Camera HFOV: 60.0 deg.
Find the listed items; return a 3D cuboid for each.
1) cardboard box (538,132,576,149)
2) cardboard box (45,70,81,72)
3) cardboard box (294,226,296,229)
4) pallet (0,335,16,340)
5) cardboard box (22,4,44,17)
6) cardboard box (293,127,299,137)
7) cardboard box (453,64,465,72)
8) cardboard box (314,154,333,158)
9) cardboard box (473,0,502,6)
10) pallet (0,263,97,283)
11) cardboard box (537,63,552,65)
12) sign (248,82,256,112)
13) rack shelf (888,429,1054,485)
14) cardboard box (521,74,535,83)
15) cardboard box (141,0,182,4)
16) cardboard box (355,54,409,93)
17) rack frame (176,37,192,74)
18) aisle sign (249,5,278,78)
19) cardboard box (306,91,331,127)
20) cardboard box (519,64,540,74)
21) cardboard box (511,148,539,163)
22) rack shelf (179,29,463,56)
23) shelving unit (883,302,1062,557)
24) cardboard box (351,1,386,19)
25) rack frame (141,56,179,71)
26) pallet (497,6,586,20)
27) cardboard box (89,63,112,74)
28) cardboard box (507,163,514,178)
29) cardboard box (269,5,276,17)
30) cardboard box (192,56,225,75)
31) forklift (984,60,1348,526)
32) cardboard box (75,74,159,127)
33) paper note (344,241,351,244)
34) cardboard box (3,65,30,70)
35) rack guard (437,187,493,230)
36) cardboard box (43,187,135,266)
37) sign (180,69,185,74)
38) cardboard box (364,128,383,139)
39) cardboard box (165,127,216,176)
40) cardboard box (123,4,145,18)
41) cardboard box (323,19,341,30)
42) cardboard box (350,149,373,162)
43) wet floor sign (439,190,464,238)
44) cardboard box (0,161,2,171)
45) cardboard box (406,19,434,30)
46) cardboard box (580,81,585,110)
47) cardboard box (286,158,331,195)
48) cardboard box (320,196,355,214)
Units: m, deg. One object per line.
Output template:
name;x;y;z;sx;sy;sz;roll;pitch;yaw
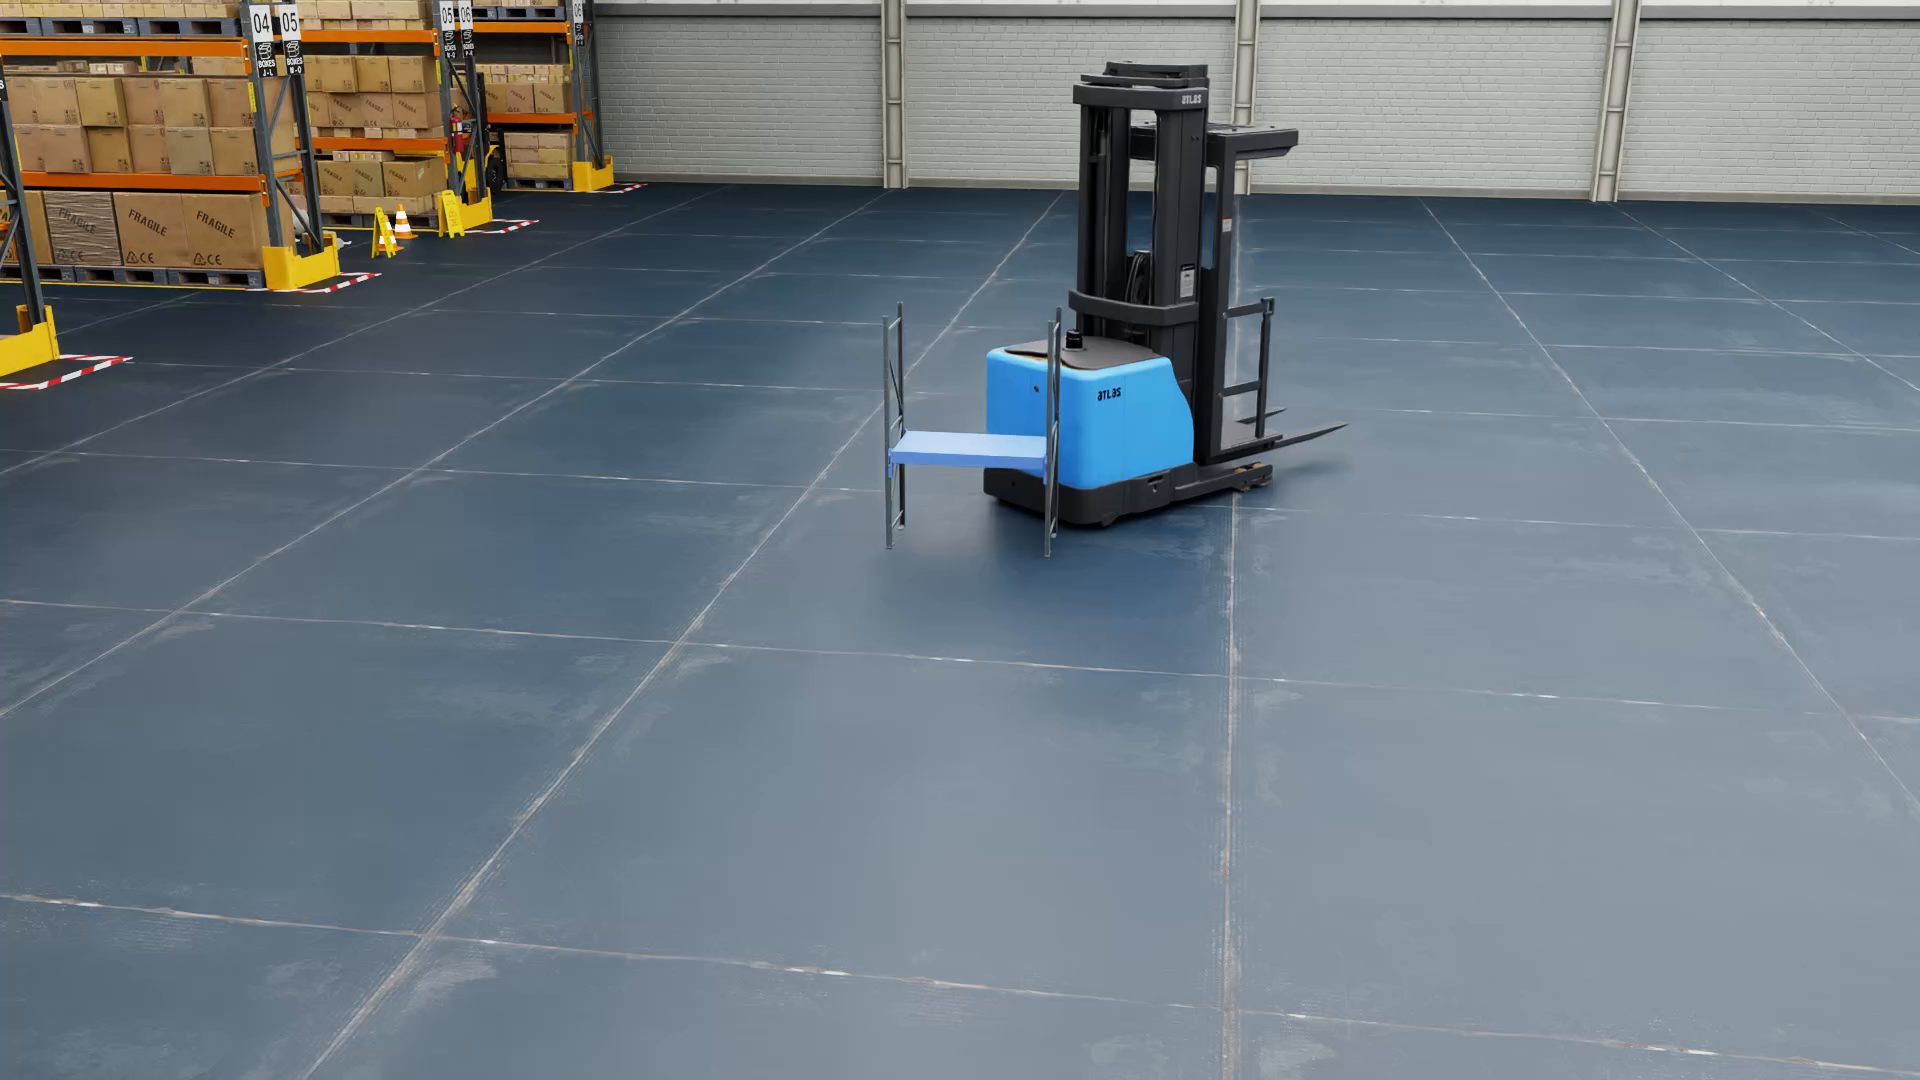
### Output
cardboard box;-7.015;-6.968;28.996;0.500;0.250;0.500;4;19;10
cardboard box;-13.690;-6.924;25.482;0.500;0.500;0.500;2;19;5
cardboard box;-9.430;-4.229;22.649;0.637;0.503;0.797;-11;21;-29
pallet;-9.738;-1.746;15.689;1.213;0.211;1.003;3;19;9
cardboard box;-10.619;-6.137;19.268;0.250;0.149;0.380;3;19;8
cardboard box;-9.722;-6.016;24.452;0.250;0.149;0.380;3;19;9
cardboard box;-8.659;-8.214;28.977;0.250;0.149;0.380;3;19;9
cardboard box;-9.611;-5.574;25.223;0.500;0.500;0.500;4;19;12
cardboard box;-7.982;-9.418;28.519;0.500;0.500;0.700;3;19;9
pallet;-11.191;-3.378;20.566;1.213;0.211;1.003;3;19;9
cardboard box;-7.324;-8.285;29.189;0.250;0.149;0.380;3;19;10
sign;-8.080;-5.054;18.982;0.005;0.325;0.100;3;19;9
rack shelf;0.084;-0.536;10.609;1.000;0.185;0.538;3;19;9
cardboard box;-7.401;-7.993;28.785;0.250;0.149;0.380;3;19;10
cardboard box;-9.001;-6.263;19.015;0.500;0.250;0.500;3;19;9
cardboard box;-8.332;-6.765;24.093;0.500;0.500;0.700;3;19;9
rack frame;-11.244;-6.319;24.961;0.127;3.000;1.000;3;19;9
aisle sign;-7.957;-5.697;19.005;0.004;0.787;0.394;3;19;9
cardboard box;-9.359;-6.331;24.372;0.500;0.500;0.500;3;19;9
cardboard box;-7.409;-8.128;28.720;0.250;0.149;0.380;3;19;10
cardboard box;-7.534;-6.760;29.164;0.500;0.250;0.500;3;19;8
rack shelf;-9.269;-7.300;24.298;4.000;0.370;1.077;3;19;9
shelving unit;0.084;-0.707;10.552;1.048;1.500;0.538;3;19;9
cardboard box;-8.337;-7.581;23.774;0.500;0.250;0.500;3;19;8
rack frame;-14.410;-8.075;30.211;0.127;3.000;1.000;3;19;9
pallet;-7.205;-9.097;28.676;1.213;0.211;1.003;3;19;9
cardboard box;-12.692;-7.004;24.697;0.250;0.149;0.380;2;19;6
cardboard box;-8.007;-6.549;29.319;0.500;0.250;0.500;3;19;9
cardboard box;-8.267;-6.229;19.542;0.250;0.149;0.380;3;19;9
cardboard box;-10.844;-6.891;24.470;0.500;0.500;0.700;3;19;8
forklift;1.615;-1.847;11.704;3.031;2.935;1.130;-15;24;-38
cardboard box;-9.973;-5.231;19.772;0.500;0.550;0.875;3;19;9
paper note;-8.543;-4.134;23.109;0.142;0.019;0.148;-3;19;-10
cardboard box;-17.405;-8.403;30.370;0.500;0.500;0.700;3;19;9
rack guard;-7.369;-4.936;24.767;0.348;0.500;1.175;3;19;9
cardboard box;-10.429;-3.857;20.289;0.875;0.875;0.875;3;19;9
sign;-11.328;-6.694;24.257;0.005;0.325;0.100;3;19;9
cardboard box;-8.474;-5.951;24.258;0.250;0.149;0.380;3;19;10
cardboard box;-8.900;-4.658;19.761;0.550;0.550;0.875;3;19;9
cardboard box;-9.367;-6.073;19.076;0.250;0.149;0.380;3;19;8
cardboard box;-8.951;-7.424;23.934;0.250;0.149;0.380;2;19;7
cardboard box;-8.748;-5.646;24.416;0.250;0.149;0.380;3;19;10
wet floor sign;-7.277;-4.656;23.702;0.232;0.644;0.267;10;21;27
cardboard box;-11.563;-4.819;20.243;0.550;0.550;0.875;3;19;9
cardboard box;-7.691;-7.351;23.715;0.250;0.149;0.380;3;19;9
cardboard box;-6.956;-7.832;29.326;0.500;0.500;0.500;4;19;10
cardboard box;-9.662;-5.405;24.721;0.500;0.500;0.500;4;19;12
cardboard box;-9.163;-5.022;24.757;0.500;0.250;0.500;2;19;7
